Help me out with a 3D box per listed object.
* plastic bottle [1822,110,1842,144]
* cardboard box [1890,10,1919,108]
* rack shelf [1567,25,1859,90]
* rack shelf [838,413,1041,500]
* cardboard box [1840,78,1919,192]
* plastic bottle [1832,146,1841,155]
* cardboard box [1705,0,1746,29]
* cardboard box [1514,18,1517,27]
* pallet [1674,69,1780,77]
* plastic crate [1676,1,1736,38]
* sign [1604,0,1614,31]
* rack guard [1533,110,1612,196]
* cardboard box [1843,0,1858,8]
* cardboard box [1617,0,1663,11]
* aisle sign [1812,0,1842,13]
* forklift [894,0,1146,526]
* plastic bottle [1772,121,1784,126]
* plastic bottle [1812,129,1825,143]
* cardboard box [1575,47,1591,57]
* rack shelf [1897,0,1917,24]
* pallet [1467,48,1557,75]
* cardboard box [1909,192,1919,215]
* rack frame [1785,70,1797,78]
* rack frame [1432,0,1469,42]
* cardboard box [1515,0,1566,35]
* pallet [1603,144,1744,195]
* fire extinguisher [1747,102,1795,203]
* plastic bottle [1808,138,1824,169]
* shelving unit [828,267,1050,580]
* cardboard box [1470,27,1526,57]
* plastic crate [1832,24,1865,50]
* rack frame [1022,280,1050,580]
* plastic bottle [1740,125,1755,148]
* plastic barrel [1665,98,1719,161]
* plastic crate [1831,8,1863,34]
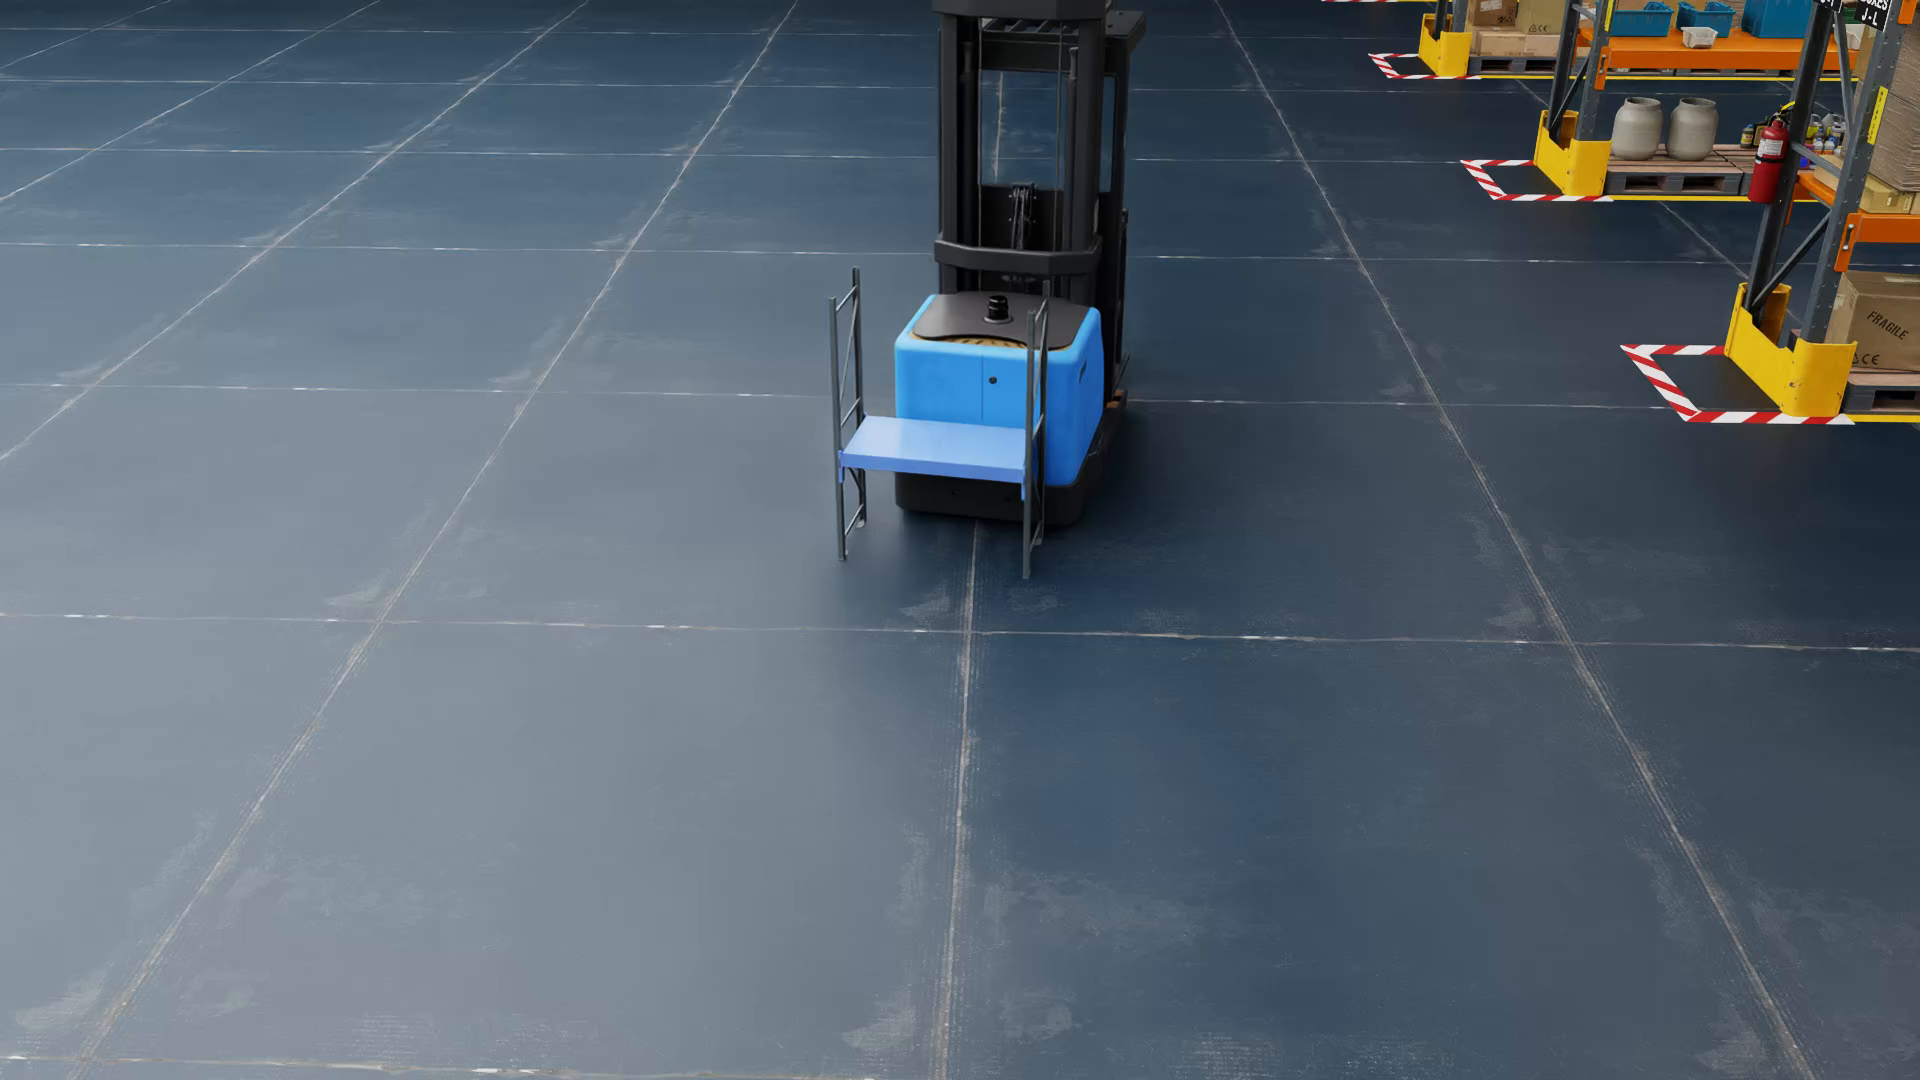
[{"bbox_3d":[8.234,-3.888,15.740,0.185,0.351,0.144,1,28,1],"label":"plastic bottle"},{"bbox_3d":[6.008,-2.875,9.978,0.500,0.500,0.500,1,28,2],"label":"cardboard box"},{"bbox_3d":[7.641,-4.361,15.043,4.000,0.370,1.077,1,28,2],"label":"rack shelf"},{"bbox_3d":[-0.098,-0.454,8.889,1.000,0.185,0.538,6,28,11],"label":"rack shelf"},{"bbox_3d":[6.016,-2.548,10.429,0.500,0.500,0.875,1,28,2],"label":"cardboard box"},{"bbox_3d":[7.985,-3.486,15.141,0.097,0.201,0.097,0,28,0],"label":"plastic bottle"},{"bbox_3d":[8.848,-6.186,19.403,0.500,0.500,0.500,1,28,2],"label":"cardboard box"},{"bbox_3d":[6.868,-6.128,20.095,0.500,0.250,0.500,1,28,2],"label":"cardboard box"},{"bbox_3d":[9.025,-5.765,19.901,1.213,0.211,1.003,1,28,2],"label":"pallet"},{"bbox_3d":[6.802,-4.765,15.195,0.408,0.251,0.499,1,28,2],"label":"plastic crate"},{"bbox_3d":[5.619,-4.577,14.386,0.005,0.325,0.100,1,28,2],"label":"sign"},{"bbox_3d":[5.720,-3.629,15.561,0.348,0.500,1.175,1,28,2],"label":"rack guard"},{"bbox_3d":[10.754,-6.305,19.830,0.500,0.311,0.500,2,28,3],"label":"cardboard box"},{"bbox_3d":[7.848,-6.194,19.418,0.500,0.500,0.500,1,28,2],"label":"cardboard box"},{"bbox_3d":[5.416,-3.684,10.221,0.004,0.787,0.394,1,28,2],"label":"aisle sign"},{"bbox_3d":[0.468,-2.047,9.983,1.130,2.935,3.031,6,29,12],"label":"forklift"},{"bbox_3d":[7.744,-3.861,15.770,0.135,0.276,0.152,1,28,2],"label":"plastic bottle"},{"bbox_3d":[8.088,-3.768,15.673,0.097,0.201,0.097,0,28,0],"label":"plastic bottle"},{"bbox_3d":[7.349,-5.873,19.615,0.500,0.250,0.500,1,28,2],"label":"cardboard box"},{"bbox_3d":[7.466,-3.368,9.967,4.000,0.370,1.077,1,28,2],"label":"rack shelf"},{"bbox_3d":[6.587,-5.806,19.977,1.213,0.211,1.003,1,28,2],"label":"pallet"},{"bbox_3d":[5.993,-2.154,10.378,0.250,0.149,0.380,1,28,2],"label":"cardboard box"},{"bbox_3d":[9.819,-6.965,19.186,0.127,3.000,1.000,1,28,2],"label":"rack frame"},{"bbox_3d":[5.821,-7.031,19.310,0.127,3.000,1.000,1,28,2],"label":"rack frame"},{"bbox_3d":[6.849,-6.212,19.453,0.500,0.500,0.500,1,28,2],"label":"cardboard box"},{"bbox_3d":[6.532,-3.485,15.599,1.213,0.211,1.003,1,28,2],"label":"pallet"},{"bbox_3d":[5.370,-2.577,10.992,0.183,0.674,0.296,1,28,2],"label":"fire extinguisher"},{"bbox_3d":[7.786,-3.520,15.130,0.097,0.271,0.097,0,28,0],"label":"plastic bottle"},{"bbox_3d":[-0.098,-0.613,8.805,1.048,1.500,0.538,6,28,11],"label":"shelving unit"},{"bbox_3d":[6.349,-5.889,19.643,0.500,0.250,0.500,1,28,2],"label":"cardboard box"},{"bbox_3d":[8.008,-4.438,14.701,0.437,0.136,0.530,1,28,2],"label":"plastic crate"},{"bbox_3d":[0.399,-0.564,8.712,0.032,1.500,0.500,6,28,11],"label":"rack frame"},{"bbox_3d":[7.493,-3.845,15.819,0.097,0.201,0.097,0,28,0],"label":"plastic bottle"},{"bbox_3d":[6.804,-3.815,15.452,0.421,0.512,0.421,0,28,0],"label":"plastic barrel"},{"bbox_3d":[8.293,-4.707,15.153,0.662,0.188,0.450,1,28,2],"label":"plastic crate"}]
